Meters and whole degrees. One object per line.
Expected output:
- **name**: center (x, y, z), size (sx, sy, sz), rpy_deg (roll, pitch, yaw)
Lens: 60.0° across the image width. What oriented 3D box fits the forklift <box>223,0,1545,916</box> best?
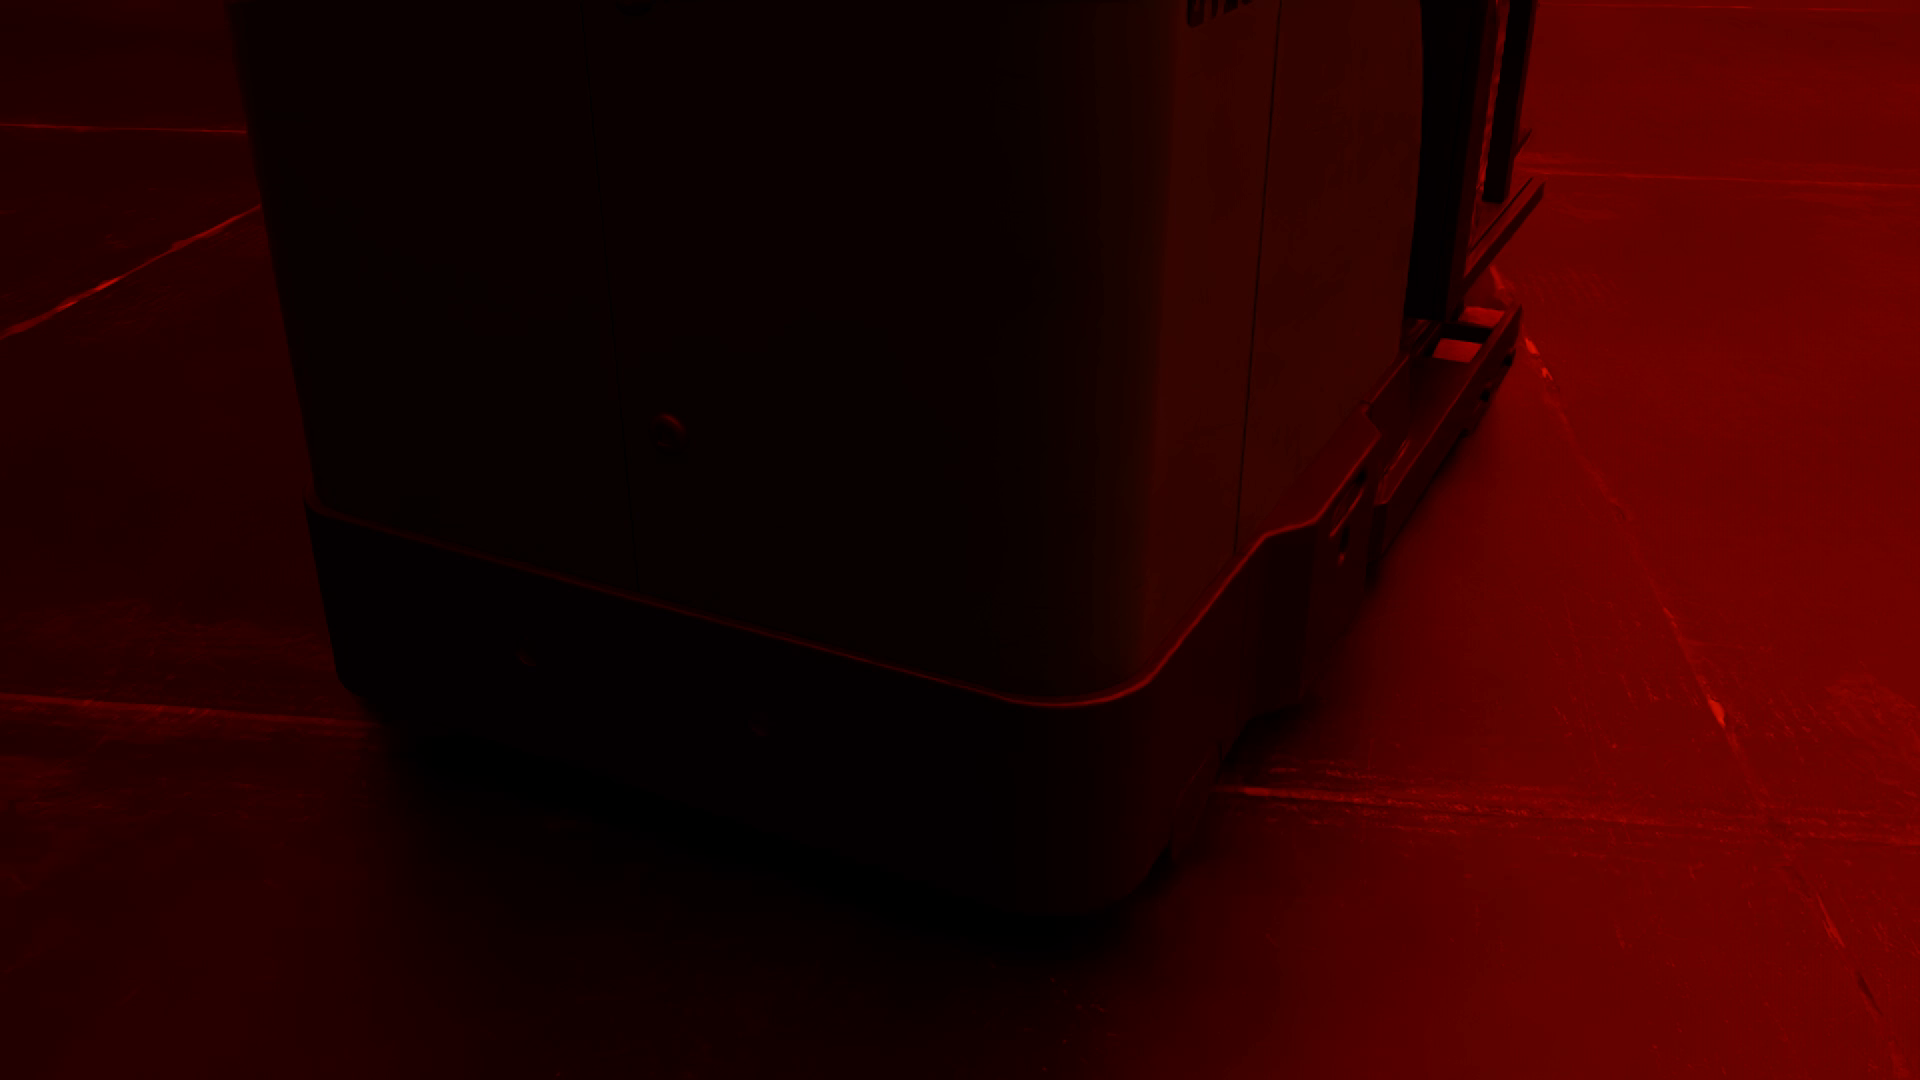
- **forklift**: center (0.365, -1.574, 2.371), size (1.130, 2.935, 3.031), rpy_deg (13, 29, 24)
